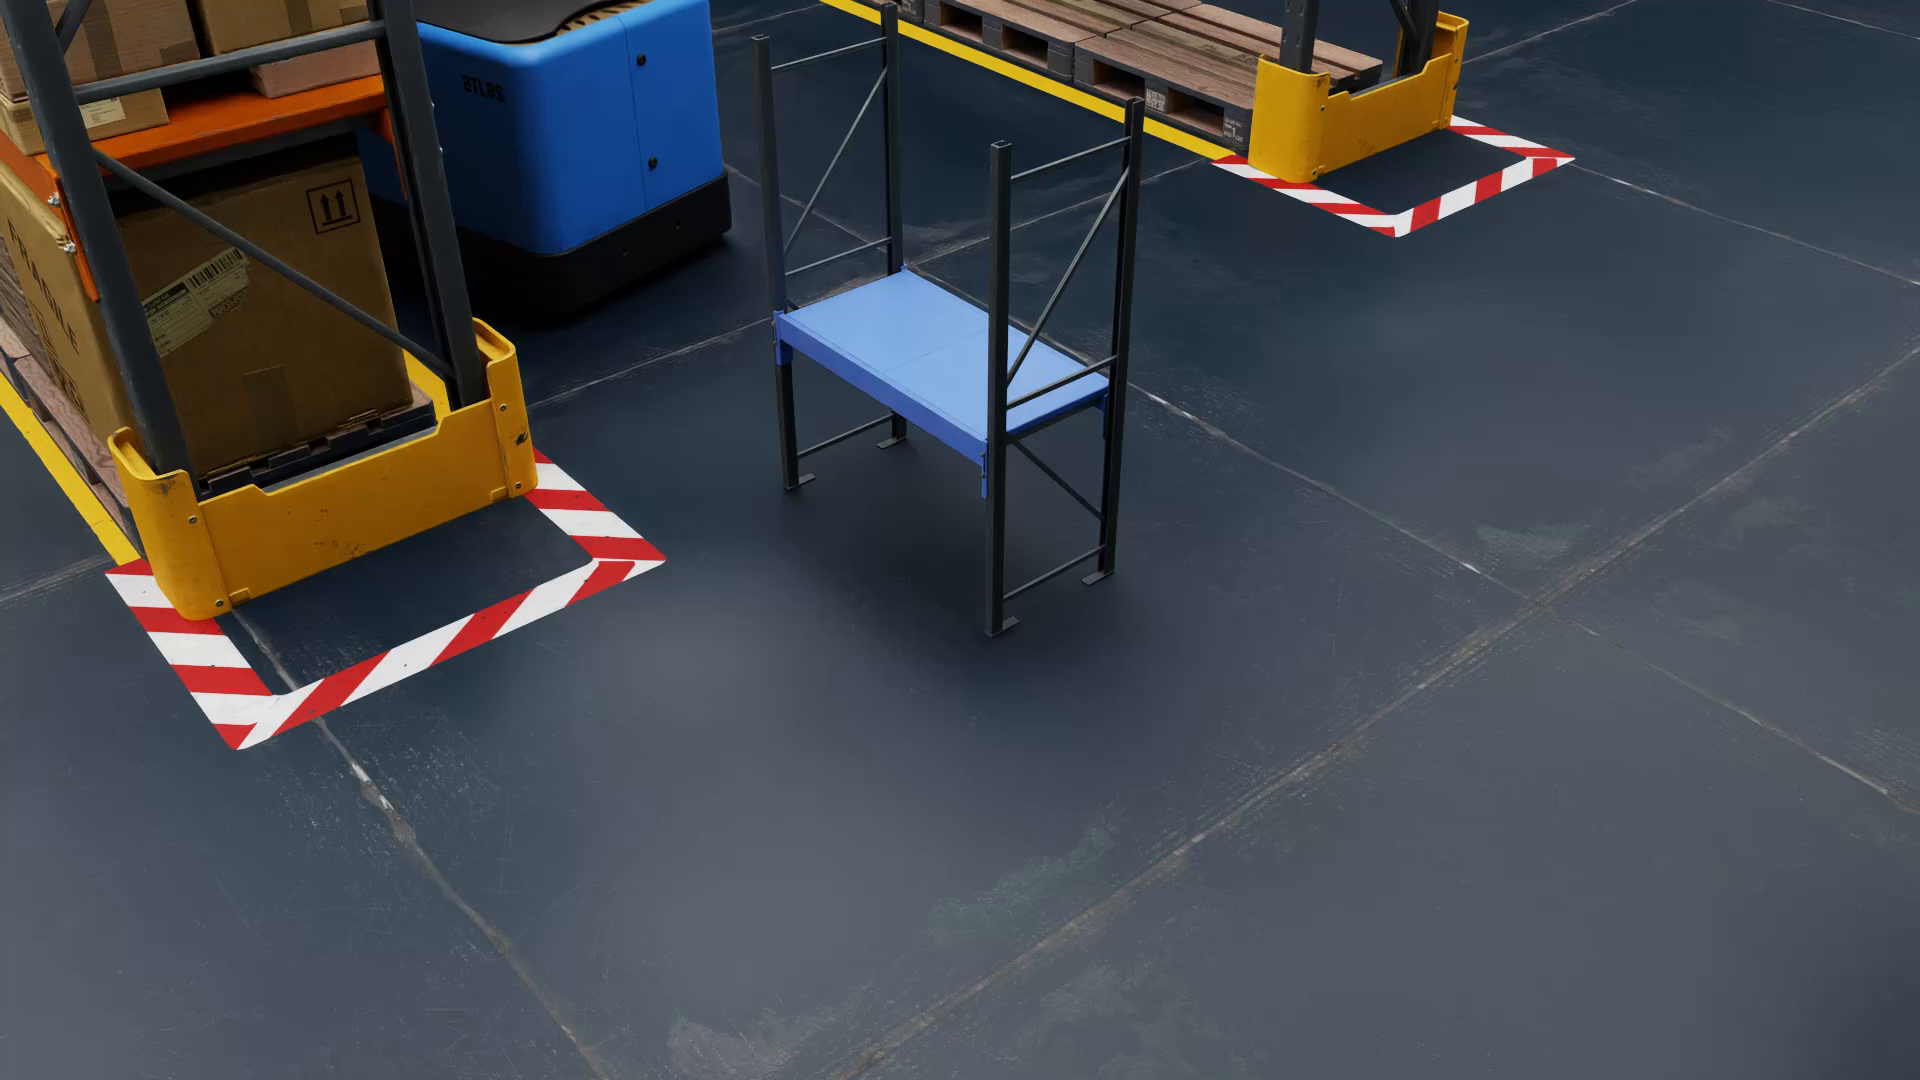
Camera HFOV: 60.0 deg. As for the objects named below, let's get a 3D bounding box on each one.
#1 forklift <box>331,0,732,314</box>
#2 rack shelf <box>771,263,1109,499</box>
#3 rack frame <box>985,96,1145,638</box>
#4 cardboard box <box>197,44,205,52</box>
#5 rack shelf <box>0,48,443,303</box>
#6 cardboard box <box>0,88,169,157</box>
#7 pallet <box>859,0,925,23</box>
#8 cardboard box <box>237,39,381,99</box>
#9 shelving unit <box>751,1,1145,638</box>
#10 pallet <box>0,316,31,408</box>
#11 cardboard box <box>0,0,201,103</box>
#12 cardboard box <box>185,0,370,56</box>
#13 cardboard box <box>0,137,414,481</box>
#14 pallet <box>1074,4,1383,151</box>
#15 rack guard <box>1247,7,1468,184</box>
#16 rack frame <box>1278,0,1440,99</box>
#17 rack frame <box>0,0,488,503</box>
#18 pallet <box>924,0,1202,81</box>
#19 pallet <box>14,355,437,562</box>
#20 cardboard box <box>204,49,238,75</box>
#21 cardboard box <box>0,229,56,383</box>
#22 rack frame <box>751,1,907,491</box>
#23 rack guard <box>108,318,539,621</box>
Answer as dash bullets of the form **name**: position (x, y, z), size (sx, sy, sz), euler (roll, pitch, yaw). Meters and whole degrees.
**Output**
- **forklift**: position (-2.457, -2.728, 6.566), size (3.031, 2.935, 1.130), euler (22, 41, 28)
- **rack shelf**: position (-0.055, -0.503, 4.974), size (0.538, 0.185, 1.000), euler (-26, 43, -32)
- **rack frame**: position (0.273, -0.425, 4.553), size (0.500, 1.500, 0.032), euler (-26, 43, -32)
- **cardboard box**: position (-2.253, -1.676, 5.238), size (0.380, 0.149, 0.250), euler (-27, 43, -33)
- **rack shelf**: position (-3.235, -1.862, 5.907), size (1.077, 0.370, 4.000), euler (-26, 43, -32)
- **cardboard box**: position (-2.426, -1.205, 4.573), size (0.380, 0.149, 0.250), euler (-25, 42, -31)
- **pallet**: position (-0.238, -3.438, 9.922), size (1.003, 0.211, 1.213), euler (-26, 43, -32)
- **cardboard box**: position (-1.921, -1.450, 4.920), size (0.380, 0.149, 0.250), euler (-25, 43, -31)
- **shelving unit**: position (-0.055, -0.650, 4.870), size (0.538, 1.500, 1.048), euler (-26, 43, -32)
- **pallet**: position (-3.303, -0.997, 6.475), size (1.003, 0.211, 1.213), euler (-26, 43, -32)
- **cardboard box**: position (-2.460, -1.448, 4.572), size (0.500, 0.250, 0.500), euler (-27, 43, -32)
- **cardboard box**: position (-2.048, -1.646, 4.851), size (0.500, 0.250, 0.500), euler (-27, 43, -33)
- **cardboard box**: position (-2.418, -0.830, 5.302), size (0.875, 0.875, 0.875), euler (-26, 43, -32)
- **pallet**: position (1.337, -2.361, 8.401), size (1.003, 0.211, 1.213), euler (-26, 43, -32)
- **rack guard**: position (1.865, -2.094, 7.775), size (1.175, 0.500, 0.348), euler (-26, 43, -32)
- **rack frame**: position (1.839, -3.120, 7.060), size (1.000, 3.000, 0.127), euler (-26, 43, -32)
- **rack frame**: position (-1.944, -1.273, 4.452), size (1.000, 3.000, 0.127), euler (-26, 43, -32)
- **pallet**: position (0.554, -2.899, 9.161), size (1.003, 0.211, 1.213), euler (-26, 43, -32)
- **pallet**: position (-2.520, -0.459, 5.715), size (1.003, 0.211, 1.213), euler (-26, 43, -32)
- **cardboard box**: position (-2.088, -1.563, 5.079), size (0.380, 0.149, 0.250), euler (-27, 43, -32)
- **cardboard box**: position (-3.006, -1.232, 5.869), size (0.875, 0.875, 0.875), euler (-26, 43, -32)
- **rack frame**: position (-0.383, -0.874, 5.187), size (0.500, 1.500, 0.032), euler (-26, 43, -32)
- **rack guard**: position (-1.929, -0.242, 5.160), size (1.175, 0.500, 0.348), euler (-26, 43, -32)
